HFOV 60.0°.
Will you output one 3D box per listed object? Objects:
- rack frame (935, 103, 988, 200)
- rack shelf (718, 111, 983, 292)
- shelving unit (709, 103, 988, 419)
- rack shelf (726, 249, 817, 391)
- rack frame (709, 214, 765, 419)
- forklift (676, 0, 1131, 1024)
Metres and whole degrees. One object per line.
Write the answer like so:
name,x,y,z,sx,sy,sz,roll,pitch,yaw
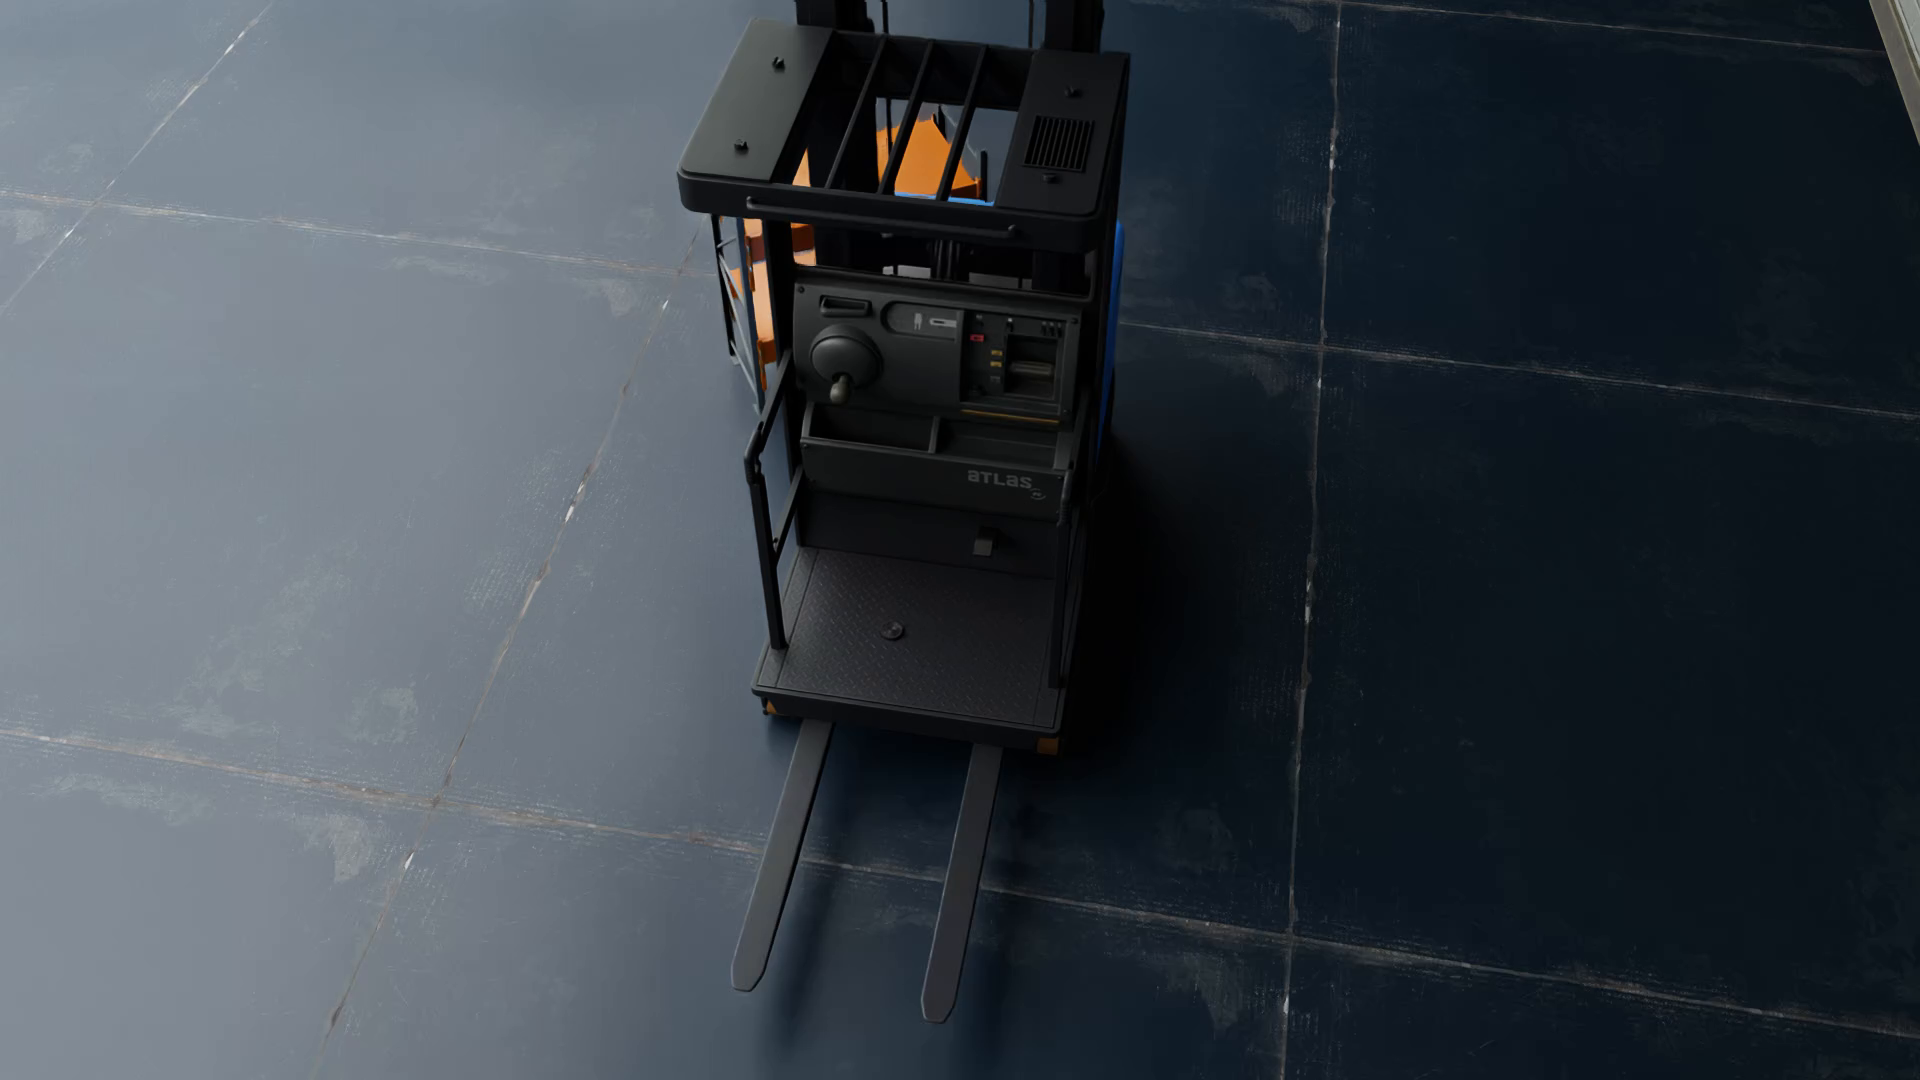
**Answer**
rack frame,0.003,-1.346,7.175,0.032,1.125,0.500,-17,50,-15
rack shelf,-0.468,-1.399,6.830,1.000,0.278,0.538,-17,50,-15
shelving unit,-0.468,-1.204,7.047,1.048,1.125,0.538,-17,50,-15
rack shelf,-0.468,-1.040,7.229,1.000,0.278,0.538,-17,50,-15
rack frame,-0.939,-1.061,6.920,0.032,1.125,0.500,-17,50,-15
forklift,-0.114,-0.502,5.202,1.130,2.935,3.031,8,48,7
